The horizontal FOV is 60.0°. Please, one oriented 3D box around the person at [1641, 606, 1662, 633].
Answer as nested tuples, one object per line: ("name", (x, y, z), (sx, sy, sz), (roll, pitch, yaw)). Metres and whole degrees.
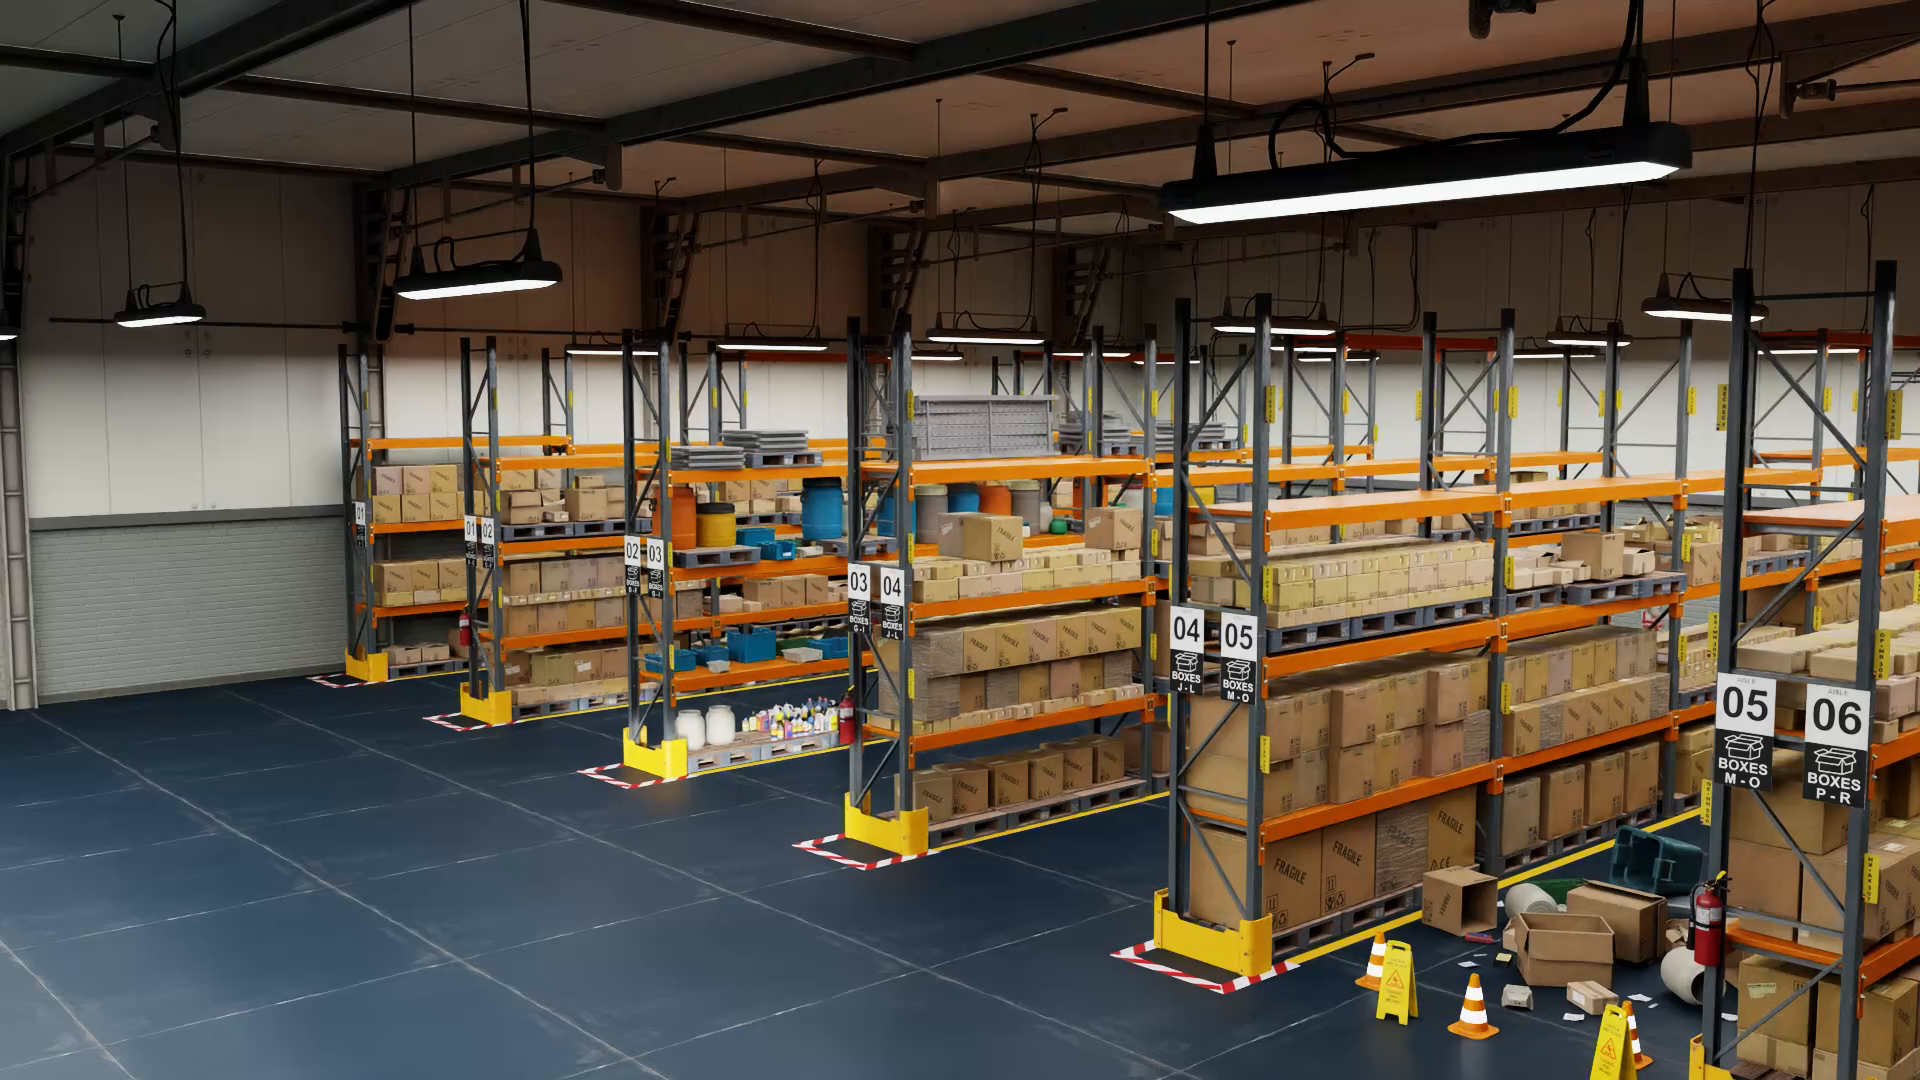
("person", (12.391, 1.626, 29.752), (1.004, 1.754, 0.516), (5, 7, 42))
